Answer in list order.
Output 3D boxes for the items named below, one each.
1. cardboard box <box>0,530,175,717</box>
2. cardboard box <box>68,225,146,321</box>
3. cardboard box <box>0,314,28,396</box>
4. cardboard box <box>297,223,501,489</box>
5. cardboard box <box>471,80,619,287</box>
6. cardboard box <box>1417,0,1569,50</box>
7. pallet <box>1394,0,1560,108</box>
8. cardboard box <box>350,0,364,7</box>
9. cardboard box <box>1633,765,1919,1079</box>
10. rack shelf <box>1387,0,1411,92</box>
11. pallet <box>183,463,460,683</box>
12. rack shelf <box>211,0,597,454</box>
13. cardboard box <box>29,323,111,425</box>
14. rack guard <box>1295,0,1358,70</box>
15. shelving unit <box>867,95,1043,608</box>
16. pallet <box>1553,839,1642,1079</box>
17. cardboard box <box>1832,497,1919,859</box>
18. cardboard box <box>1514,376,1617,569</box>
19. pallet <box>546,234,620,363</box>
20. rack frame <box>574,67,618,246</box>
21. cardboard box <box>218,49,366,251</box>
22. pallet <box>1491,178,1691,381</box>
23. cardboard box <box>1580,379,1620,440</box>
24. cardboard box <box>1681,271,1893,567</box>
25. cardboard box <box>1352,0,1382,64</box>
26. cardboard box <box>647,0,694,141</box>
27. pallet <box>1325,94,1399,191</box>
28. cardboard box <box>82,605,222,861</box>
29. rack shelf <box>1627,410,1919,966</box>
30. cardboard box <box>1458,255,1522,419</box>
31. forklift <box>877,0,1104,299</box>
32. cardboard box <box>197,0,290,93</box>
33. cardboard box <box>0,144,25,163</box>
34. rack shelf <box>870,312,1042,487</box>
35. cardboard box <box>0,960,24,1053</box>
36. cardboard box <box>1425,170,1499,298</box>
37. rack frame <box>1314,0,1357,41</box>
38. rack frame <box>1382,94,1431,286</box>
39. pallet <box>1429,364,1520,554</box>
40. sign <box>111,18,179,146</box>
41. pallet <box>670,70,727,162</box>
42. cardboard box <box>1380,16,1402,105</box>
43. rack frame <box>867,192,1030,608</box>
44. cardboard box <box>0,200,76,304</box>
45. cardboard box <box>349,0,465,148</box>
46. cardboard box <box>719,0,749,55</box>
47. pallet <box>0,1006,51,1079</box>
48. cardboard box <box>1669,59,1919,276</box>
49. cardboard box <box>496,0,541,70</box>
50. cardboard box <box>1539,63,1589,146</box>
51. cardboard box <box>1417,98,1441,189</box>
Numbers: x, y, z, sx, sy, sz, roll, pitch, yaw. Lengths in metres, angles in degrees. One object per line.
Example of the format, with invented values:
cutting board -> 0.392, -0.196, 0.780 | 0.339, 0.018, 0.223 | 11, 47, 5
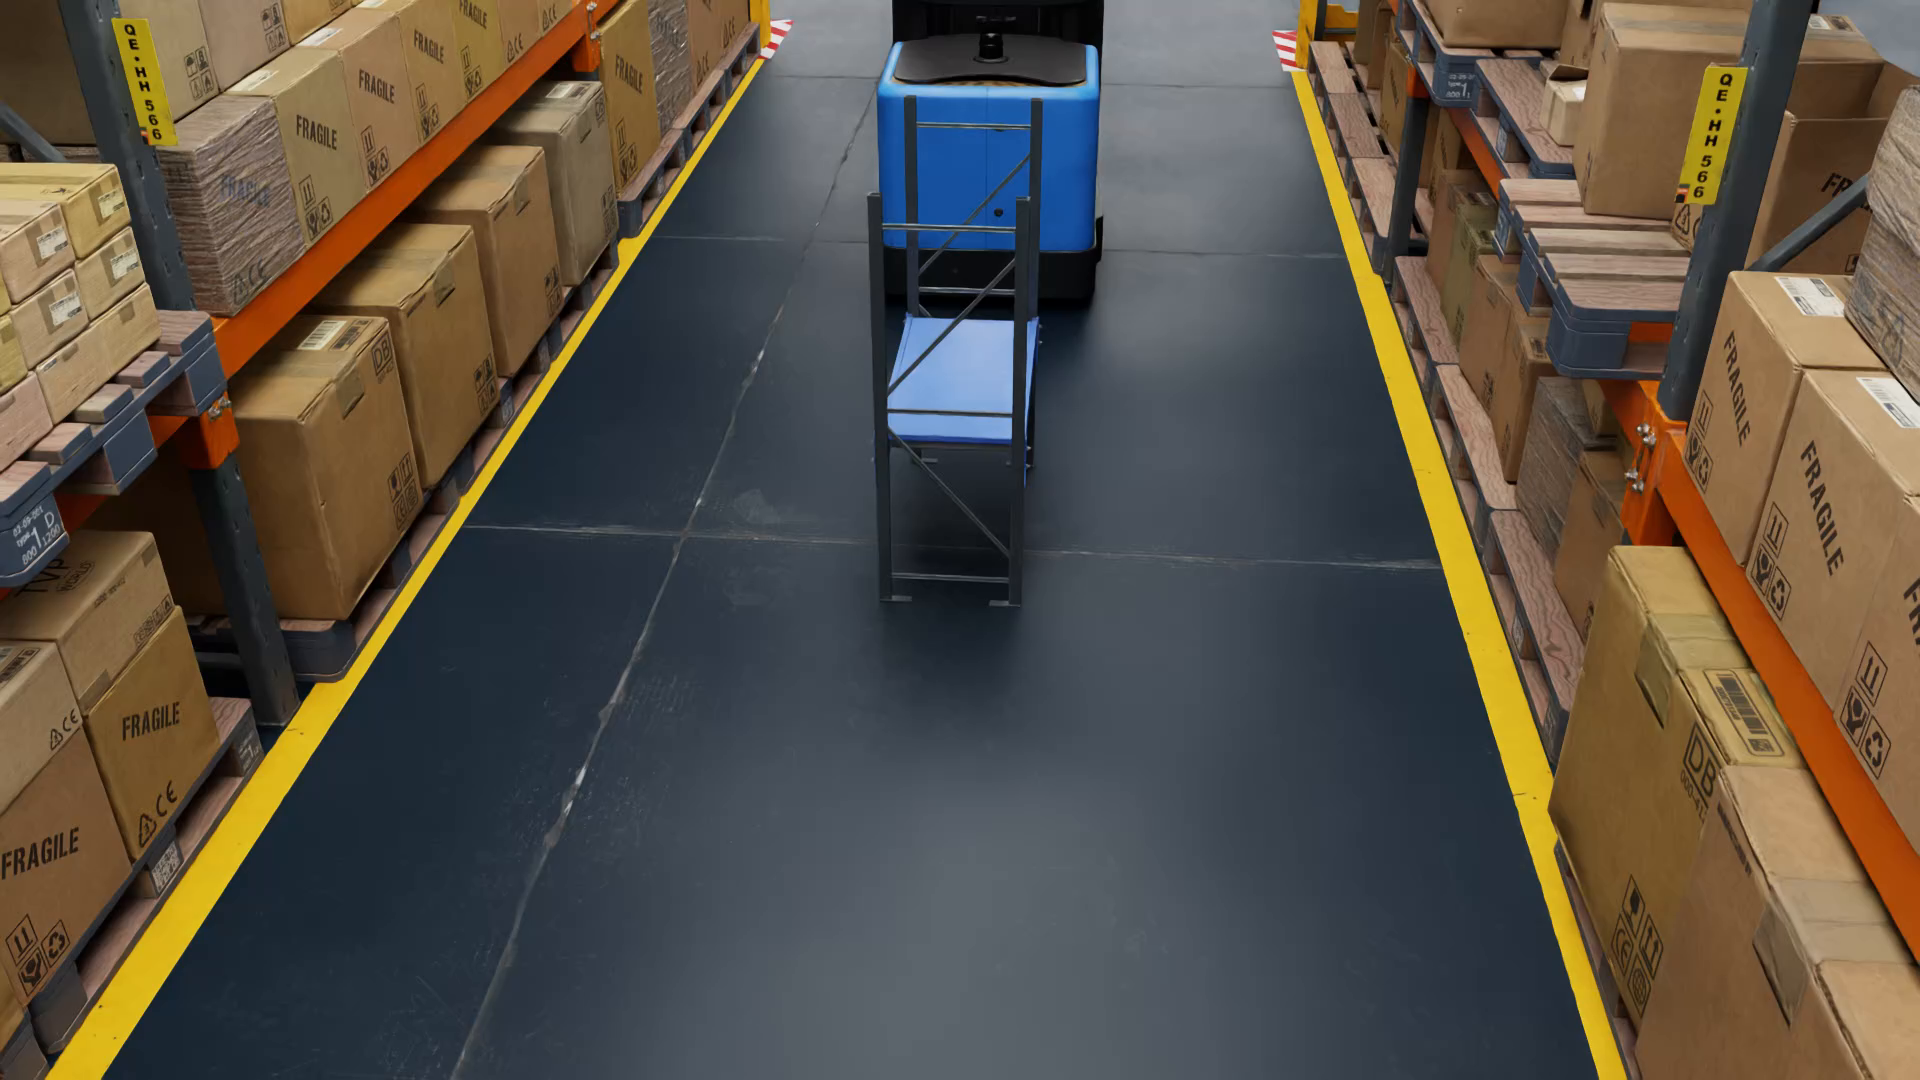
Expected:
cardboard box -> -2.427, 0.205, 4.327 | 0.500, 0.250, 0.500 | 2, 32, 3
cardboard box -> -2.219, -0.651, 4.003 | 0.380, 0.149, 0.250 | 3, 32, 5
cardboard box -> -2.258, -0.374, 3.553 | 0.380, 0.149, 0.250 | 3, 32, 5
cardboard box -> -2.426, -0.723, 6.309 | 1.050, 0.750, 0.750 | 3, 32, 5
cardboard box -> -2.268, -1.715, 7.917 | 1.050, 0.750, 0.750 | 2, 32, 4
cardboard box -> 2.424, -2.582, 6.609 | 1.000, 1.000, 1.000 | 3, 32, 4
pallet -> 2.421, -2.082, 6.953 | 1.003, 0.211, 1.213 | 2, 32, 4
cardboard box -> -2.466, -2.233, 5.966 | 0.700, 0.500, 0.500 | 2, 32, 3
cardboard box -> 2.145, 1.086, 3.254 | 1.225, 0.875, 0.875 | 3, 32, 4
rack shelf -> 2.791, -3.297, 9.426 | 1.077, 0.370, 4.000 | 2, 32, 4
pallet -> -2.494, 0.048, 5.971 | 1.003, 0.211, 1.213 | 2, 32, 4
rack shelf -> -2.470, -1.470, 6.462 | 1.077, 0.370, 4.000 | 2, 32, 4
cardboard box -> -2.237, -0.395, 3.871 | 0.380, 0.149, 0.250 | 2, 32, 4
rack guard -> 2.948, -3.545, 11.526 | 1.175, 0.500, 0.348 | 2, 32, 4
shelving unit -> 0.007, -0.683, 5.929 | 0.538, 1.500, 1.048 | 2, 32, 4
pallet -> 2.163, 1.130, 4.215 | 1.003, 0.211, 1.213 | 2, 32, 4
cardboard box -> 1.914, 0.272, 2.854 | 0.500, 0.500, 0.500 | 2, 32, 3
cardboard box -> 2.369, -0.231, 5.728 | 0.700, 0.500, 0.500 | 0, 32, 0
pallet -> -2.295, -1.228, 8.042 | 1.003, 0.211, 1.213 | 2, 32, 4
rack frame -> -2.307, -2.822, 7.970 | 1.000, 3.000, 0.127 | 2, 32, 4
cardboard box -> -2.289, -1.262, 5.344 | 0.500, 0.500, 0.500 | 2, 32, 4
pallet -> 2.254, -0.761, 4.809 | 1.213, 0.211, 1.003 | 2, 32, 4
cardboard box -> 2.360, -0.538, 5.512 | 0.500, 0.250, 0.500 | 6, 32, 10
cardboard box -> 1.992, -0.266, 3.727 | 0.500, 0.500, 0.500 | 3, 32, 5
cardboard box -> 2.886, -3.438, 10.952 | 0.500, 0.500, 0.500 | 8, 33, 13
cardboard box -> -2.117, -2.894, 9.711 | 0.875, 0.875, 0.875 | 3, 32, 4
pallet -> 2.744, -2.363, 9.883 | 1.003, 0.211, 1.213 | 2, 32, 4
cardboard box -> -2.426, 0.510, 4.545 | 0.500, 0.500, 0.500 | 2, 32, 4
rack shelf -> 2.140, 0.886, 2.638 | 1.077, 0.370, 4.000 | 2, 32, 4
cardboard box -> 2.454, -0.819, 6.683 | 0.700, 0.500, 0.500 | 0, 32, 0
forklift -> 0.210, -3.149, 8.567 | 1.130, 2.935, 3.031 | 2, 32, 3
cardboard box -> -2.547, -1.698, 5.097 | 0.700, 0.500, 0.500 | 2, 32, 3
cardboard box -> -2.864, -1.020, 4.951 | 0.500, 0.500, 0.500 | 2, 32, 4
rack shelf -> 0.007, -0.530, 6.023 | 0.538, 0.185, 1.000 | 2, 32, 4
cardboard box -> -2.499, 1.059, 3.655 | 0.500, 0.500, 0.500 | 1, 32, 2
cardboard box -> 2.557, -1.360, 7.562 | 0.700, 0.500, 0.500 | 0, 32, 0
rack frame -> 2.954, -4.649, 10.935 | 1.000, 3.000, 0.127 | 2, 32, 4
rack frame -> 2.628, -2.557, 7.541 | 1.000, 3.000, 0.127 | 2, 32, 4
pallet -> 2.469, -0.323, 6.574 | 1.003, 0.211, 1.213 | 2, 32, 4
sign -> -2.091, -1.171, 4.264 | 0.100, 0.325, 0.005 | 2, 32, 4
pallet -> -2.071, -2.669, 10.380 | 1.003, 0.211, 1.213 | 2, 32, 4
cardboard box -> 2.802, -2.797, 9.912 | 0.500, 0.500, 0.500 | 5, 32, 9
rack frame -> -0.034, -0.417, 5.498 | 0.500, 1.500, 0.032 | 2, 32, 4
cardboard box -> -2.239, -0.648, 3.715 | 0.380, 0.149, 0.250 | 2, 32, 3
cardboard box -> -2.204, -1.786, 6.194 | 0.500, 0.500, 0.500 | 2, 32, 3
cardboard box -> -1.971, -3.830, 11.231 | 0.875, 0.875, 0.875 | 3, 32, 4
pallet -> -2.800, 1.501, 3.612 | 1.003, 0.211, 1.213 | 2, 32, 4
cardboard box -> 2.306, -0.971, 4.471 | 0.500, 0.500, 0.500 | -1, 32, -2
cardboard box -> -2.124, -2.316, 7.054 | 0.500, 0.500, 0.500 | 2, 32, 3
cardboard box -> 2.169, -1.471, 5.505 | 0.396, 0.266, 0.258 | 2, 32, 3
cardboard box -> 2.740, -2.179, 8.909 | 0.500, 0.500, 0.500 | 13, 34, 19
